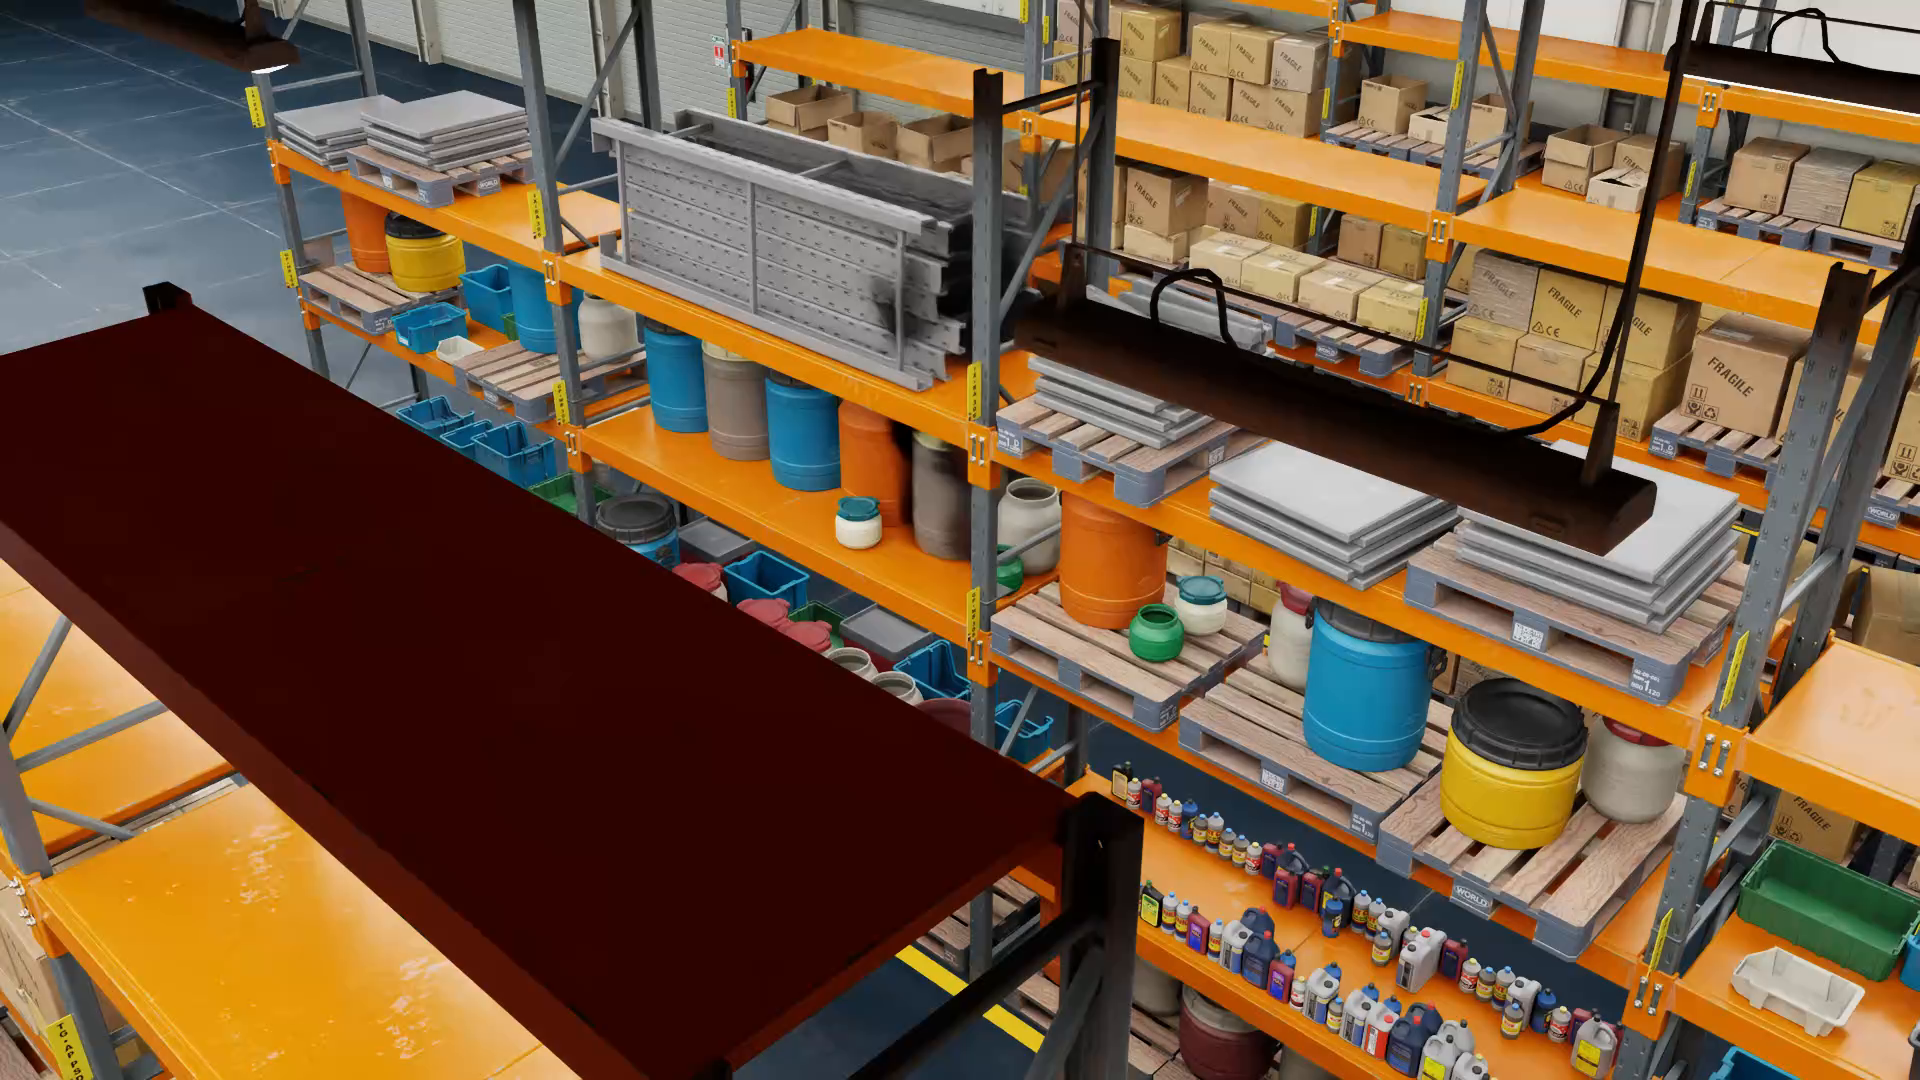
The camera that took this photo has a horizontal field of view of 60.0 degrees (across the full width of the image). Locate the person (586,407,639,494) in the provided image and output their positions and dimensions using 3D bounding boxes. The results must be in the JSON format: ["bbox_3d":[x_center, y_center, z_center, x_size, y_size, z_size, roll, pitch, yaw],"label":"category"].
[{"bbox_3d":[-3.418,-0.802,15.876,0.728,1.801,0.671,20,35,32],"label":"person"}]
